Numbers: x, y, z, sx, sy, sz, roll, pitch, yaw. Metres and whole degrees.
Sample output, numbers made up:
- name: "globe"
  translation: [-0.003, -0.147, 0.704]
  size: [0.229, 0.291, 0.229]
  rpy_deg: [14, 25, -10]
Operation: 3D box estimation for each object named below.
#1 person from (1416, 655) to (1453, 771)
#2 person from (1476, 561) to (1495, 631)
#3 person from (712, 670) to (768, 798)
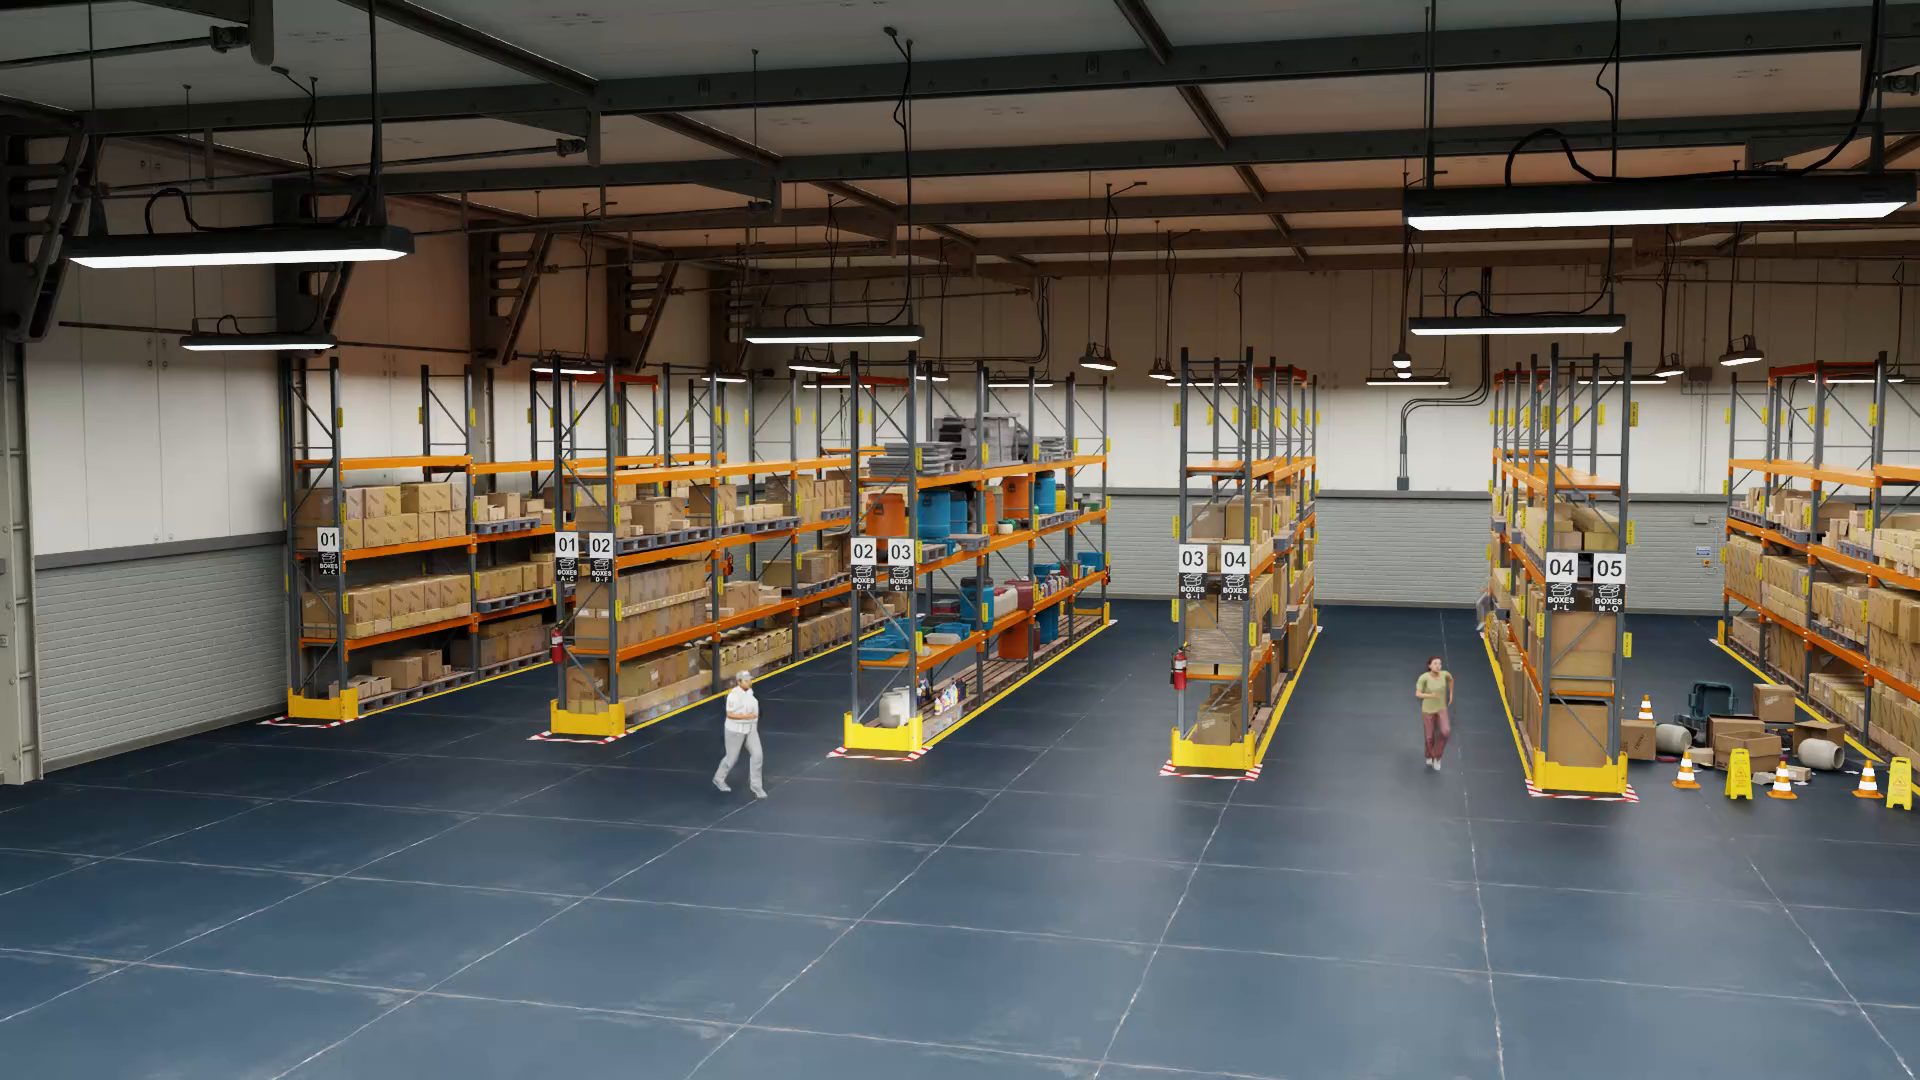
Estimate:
- name: "person"
  translation: [6.730, 2.434, 23.569]
  size: [0.606, 1.639, 0.777]
  rpy_deg: [0, 4, -1]
- name: "person"
  translation: [12.468, 1.327, 38.979]
  size: [0.701, 1.675, 0.571]
  rpy_deg: [1, 4, 13]
- name: "person"
  translation: [-2.920, 2.567, 22.032]
  size: [0.836, 1.716, 0.564]
  rpy_deg: [3, 5, 37]
